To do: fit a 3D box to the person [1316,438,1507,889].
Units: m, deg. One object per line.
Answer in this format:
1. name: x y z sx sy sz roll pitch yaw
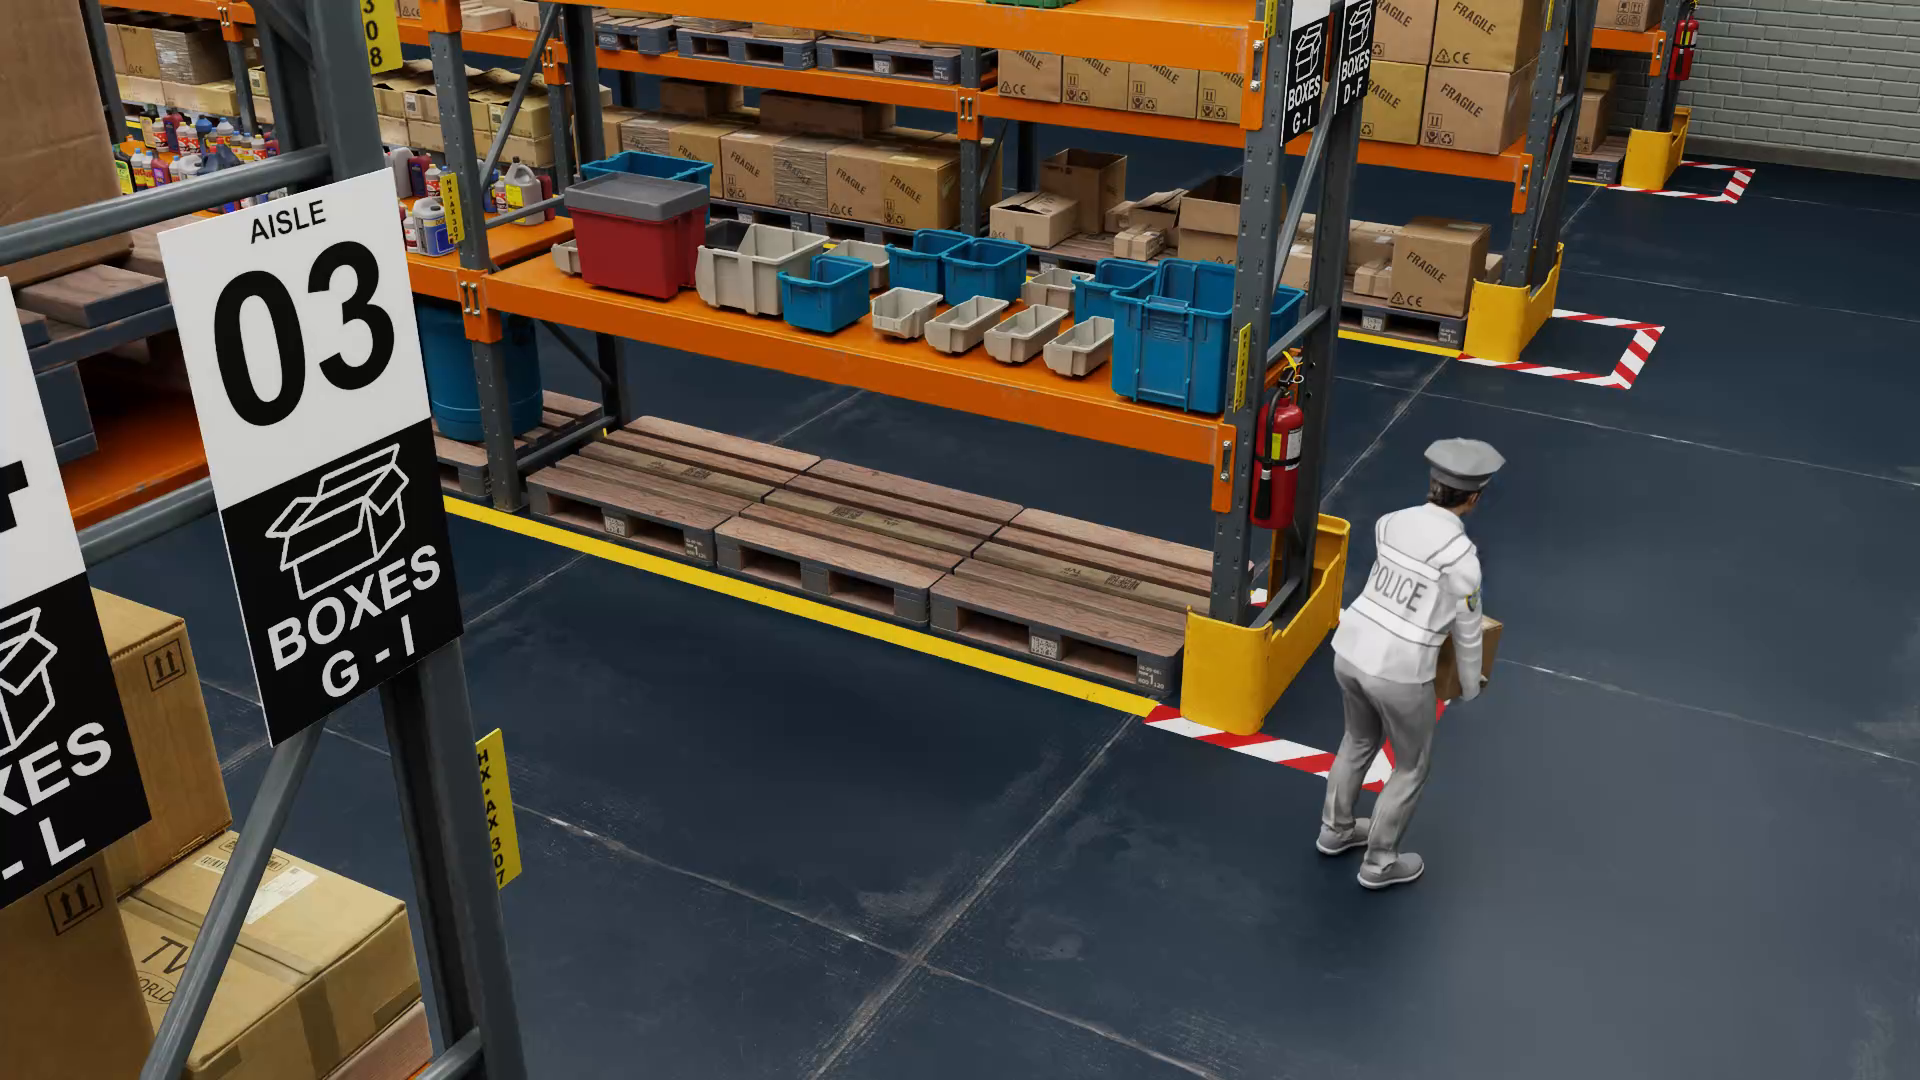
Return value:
1. person: 1.557 0.441 5.803 0.548 1.615 0.404 -15 30 -28
